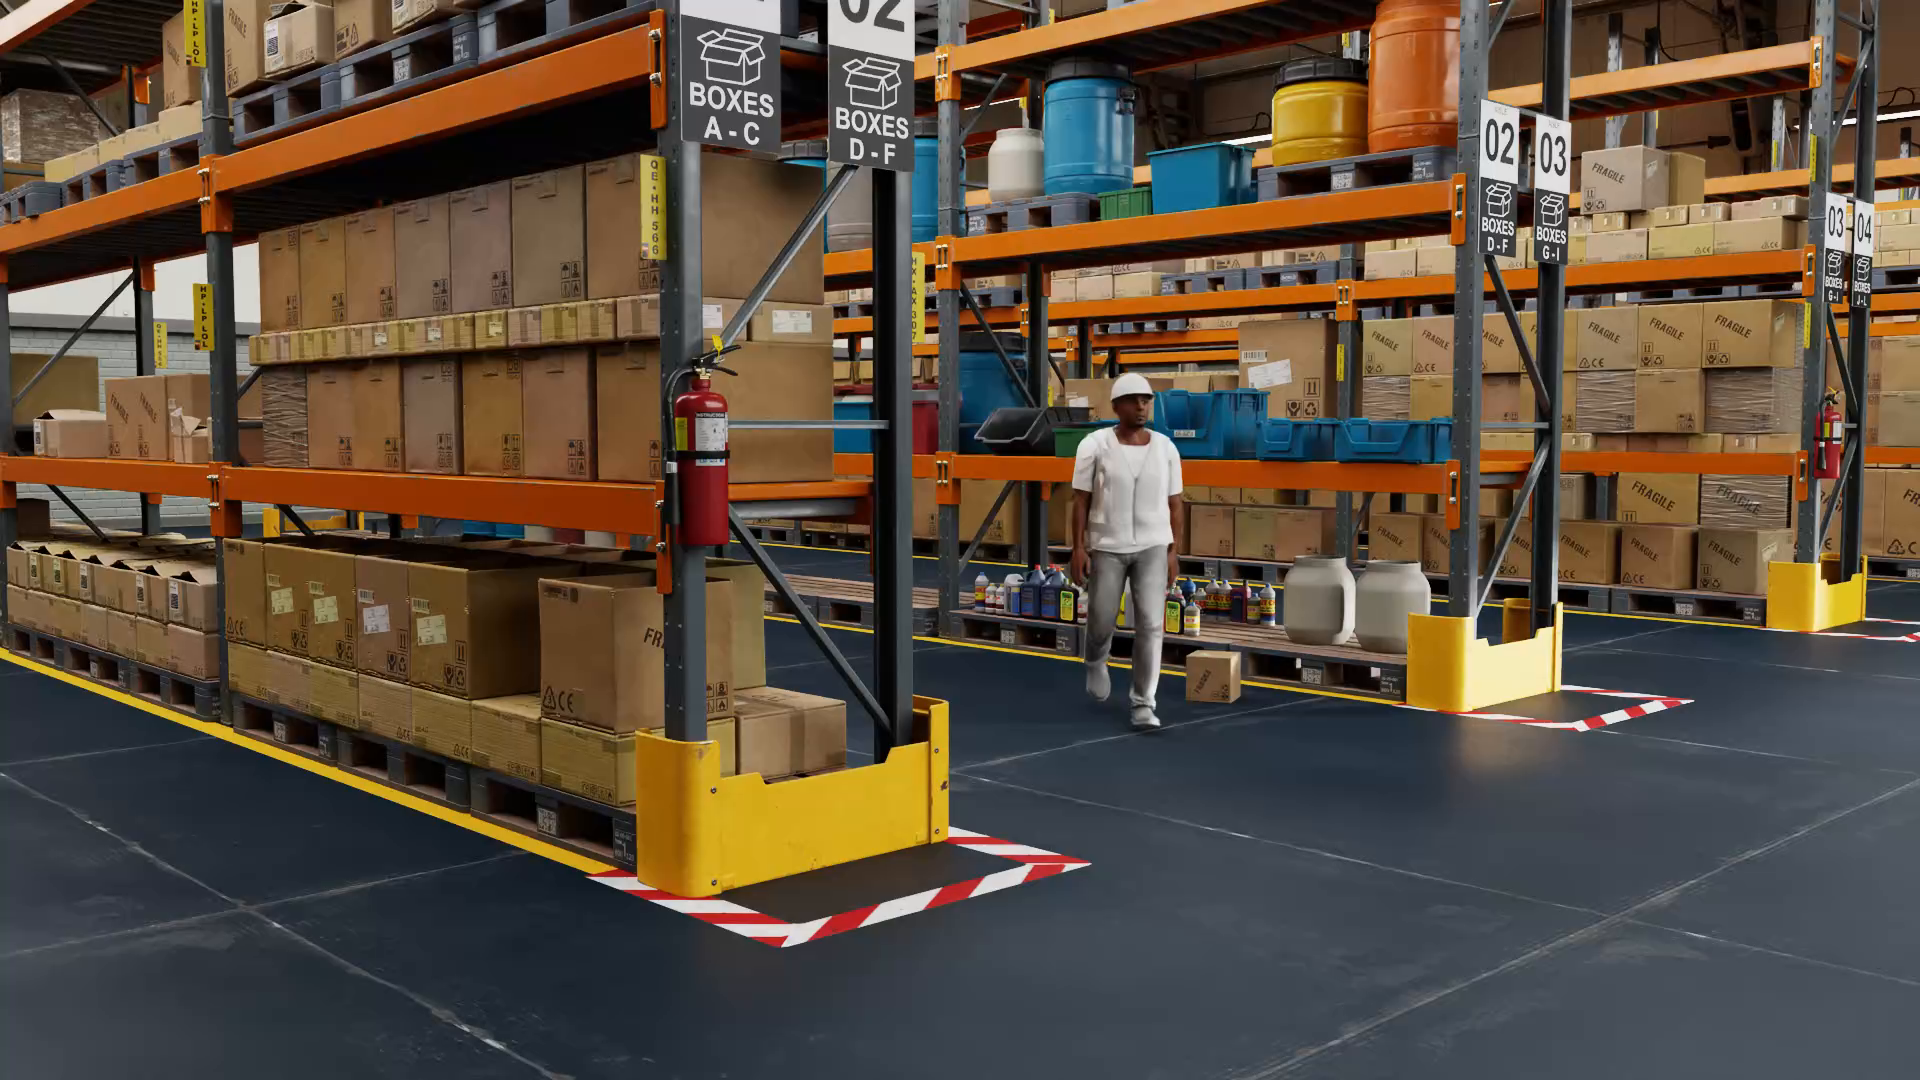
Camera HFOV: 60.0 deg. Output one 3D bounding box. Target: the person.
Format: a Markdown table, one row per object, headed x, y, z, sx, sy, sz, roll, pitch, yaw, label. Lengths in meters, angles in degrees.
| x | y | z | sx | sy | sz | roll | pitch | yaw | label |
| --- | --- | --- | --- | --- | --- | --- | --- | --- | --- |
| 0.834 | 0.041 | 8.358 | 0.579 | 1.748 | 0.795 | 0 | 4 | -4 | person |
